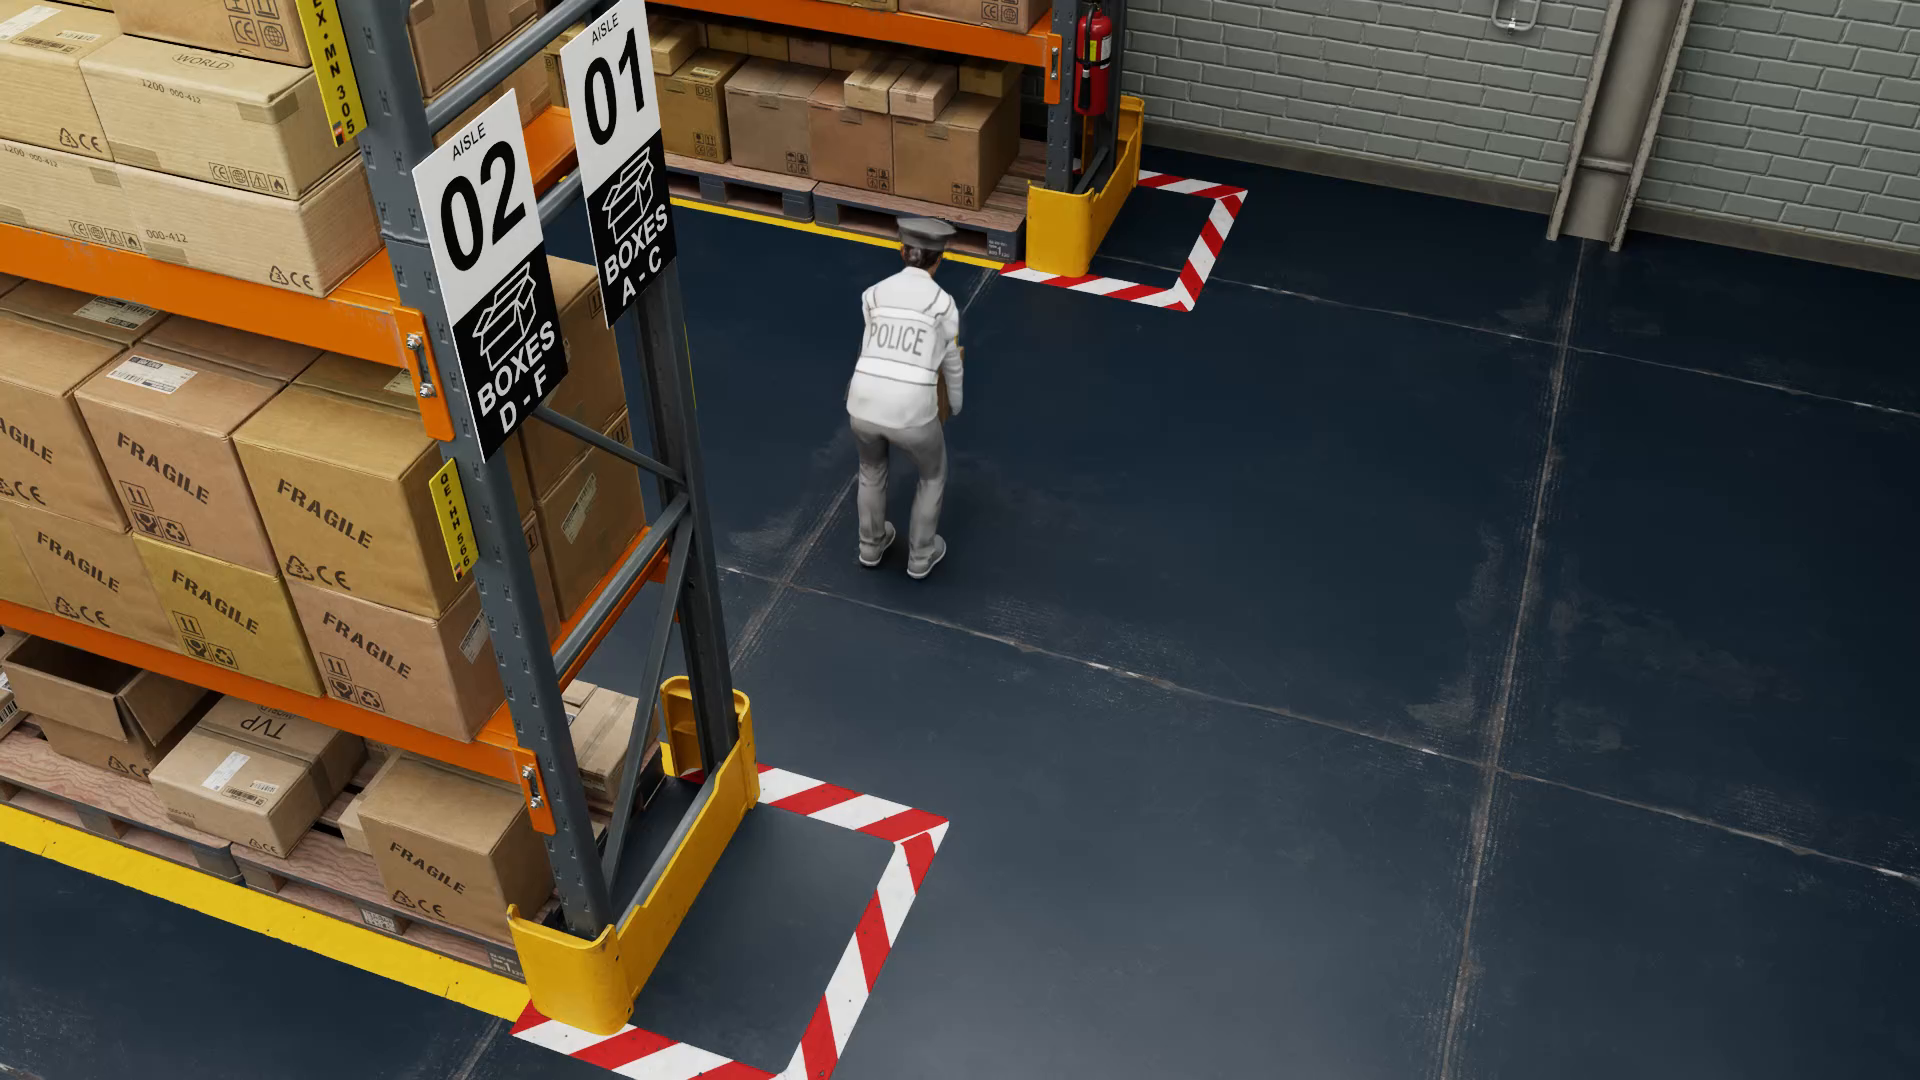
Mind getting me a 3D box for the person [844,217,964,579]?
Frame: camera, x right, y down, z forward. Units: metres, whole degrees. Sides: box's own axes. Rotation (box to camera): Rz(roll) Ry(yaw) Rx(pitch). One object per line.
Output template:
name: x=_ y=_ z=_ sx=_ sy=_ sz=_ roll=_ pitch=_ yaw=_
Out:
person: x=-0.213 y=-0.585 z=6.962 sx=0.415 sy=1.474 sz=0.756 roll=13 pitch=43 yaw=14
